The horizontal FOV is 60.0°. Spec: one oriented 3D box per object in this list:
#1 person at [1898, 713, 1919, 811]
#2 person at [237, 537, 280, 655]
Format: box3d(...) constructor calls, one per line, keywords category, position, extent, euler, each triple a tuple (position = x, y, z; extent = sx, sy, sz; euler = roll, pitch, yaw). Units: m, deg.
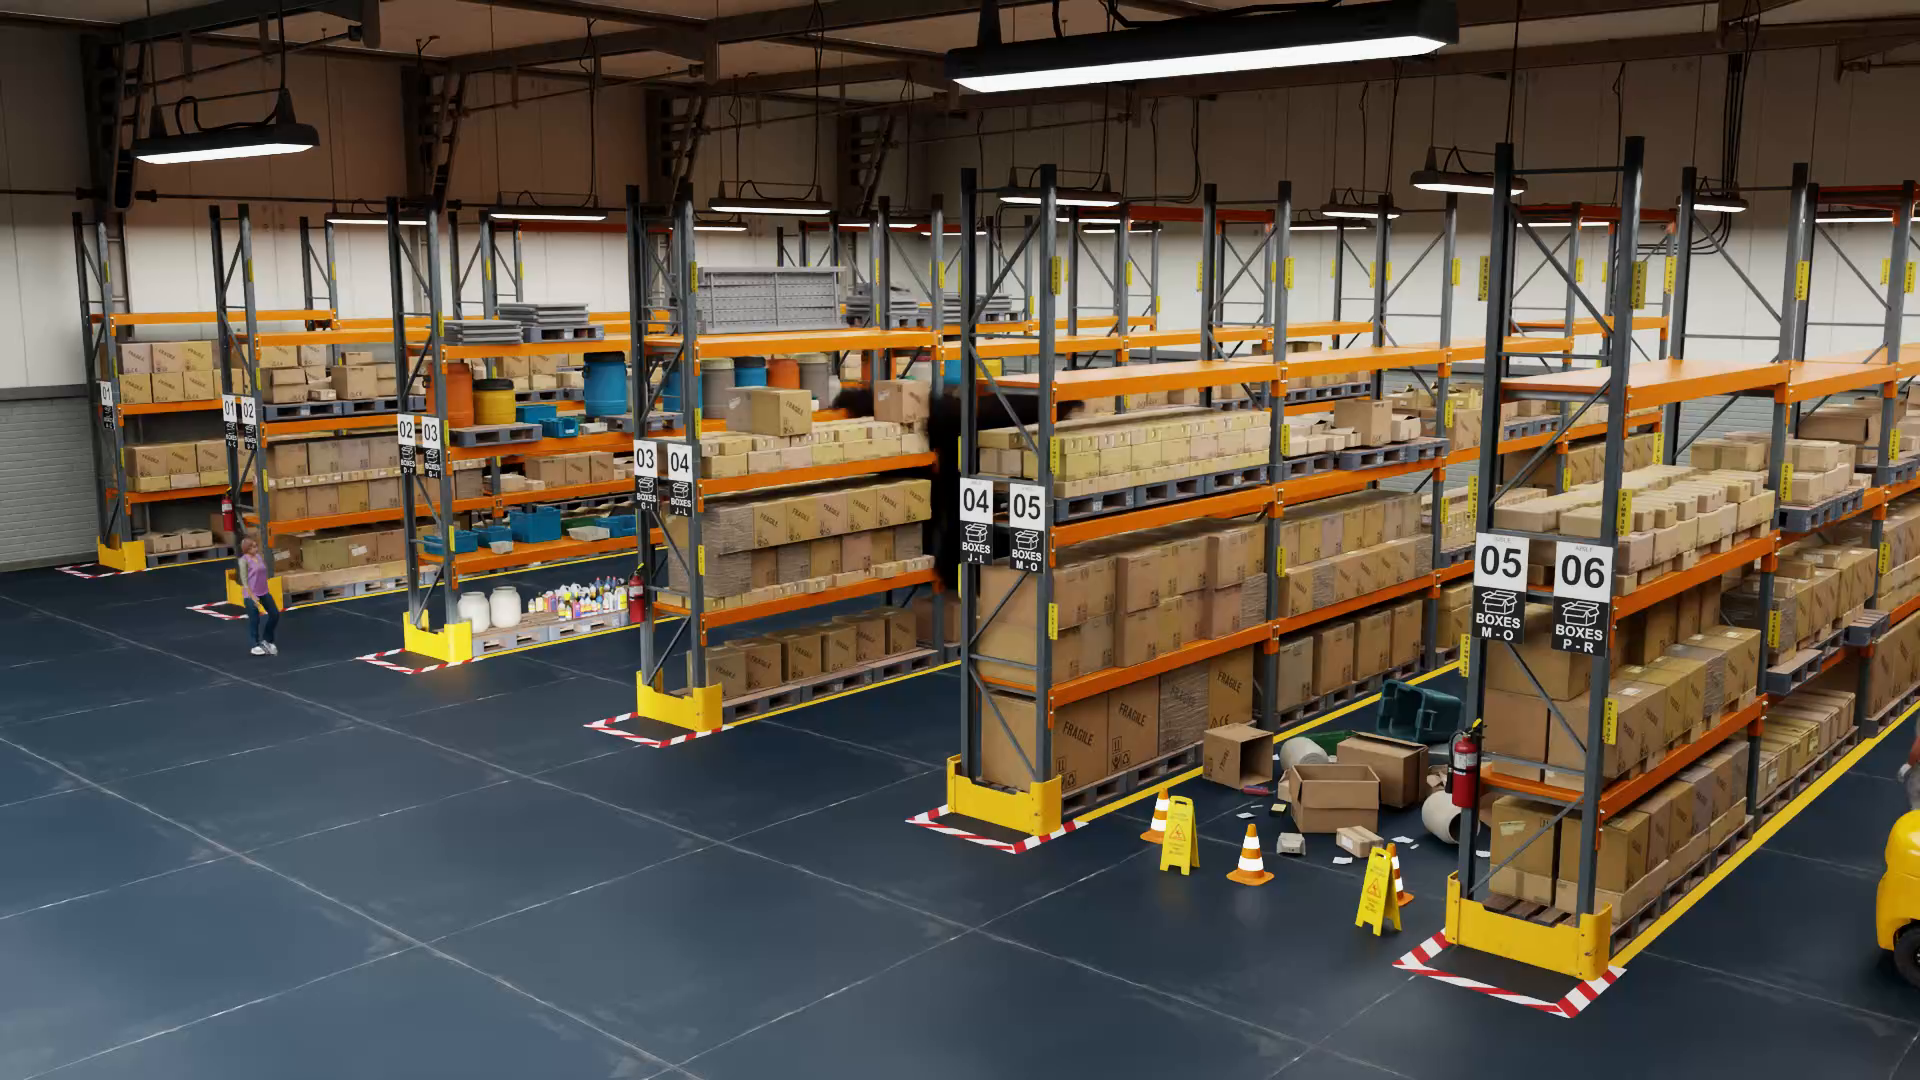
box3d(category="person", position=(8.481, 1.934, 14.443), extent=(0.613, 1.760, 0.633), euler=(1, 9, 3))
box3d(category="person", position=(-9.276, 0.751, 21.913), extent=(0.477, 1.603, 0.420), euler=(8, 12, 38))
